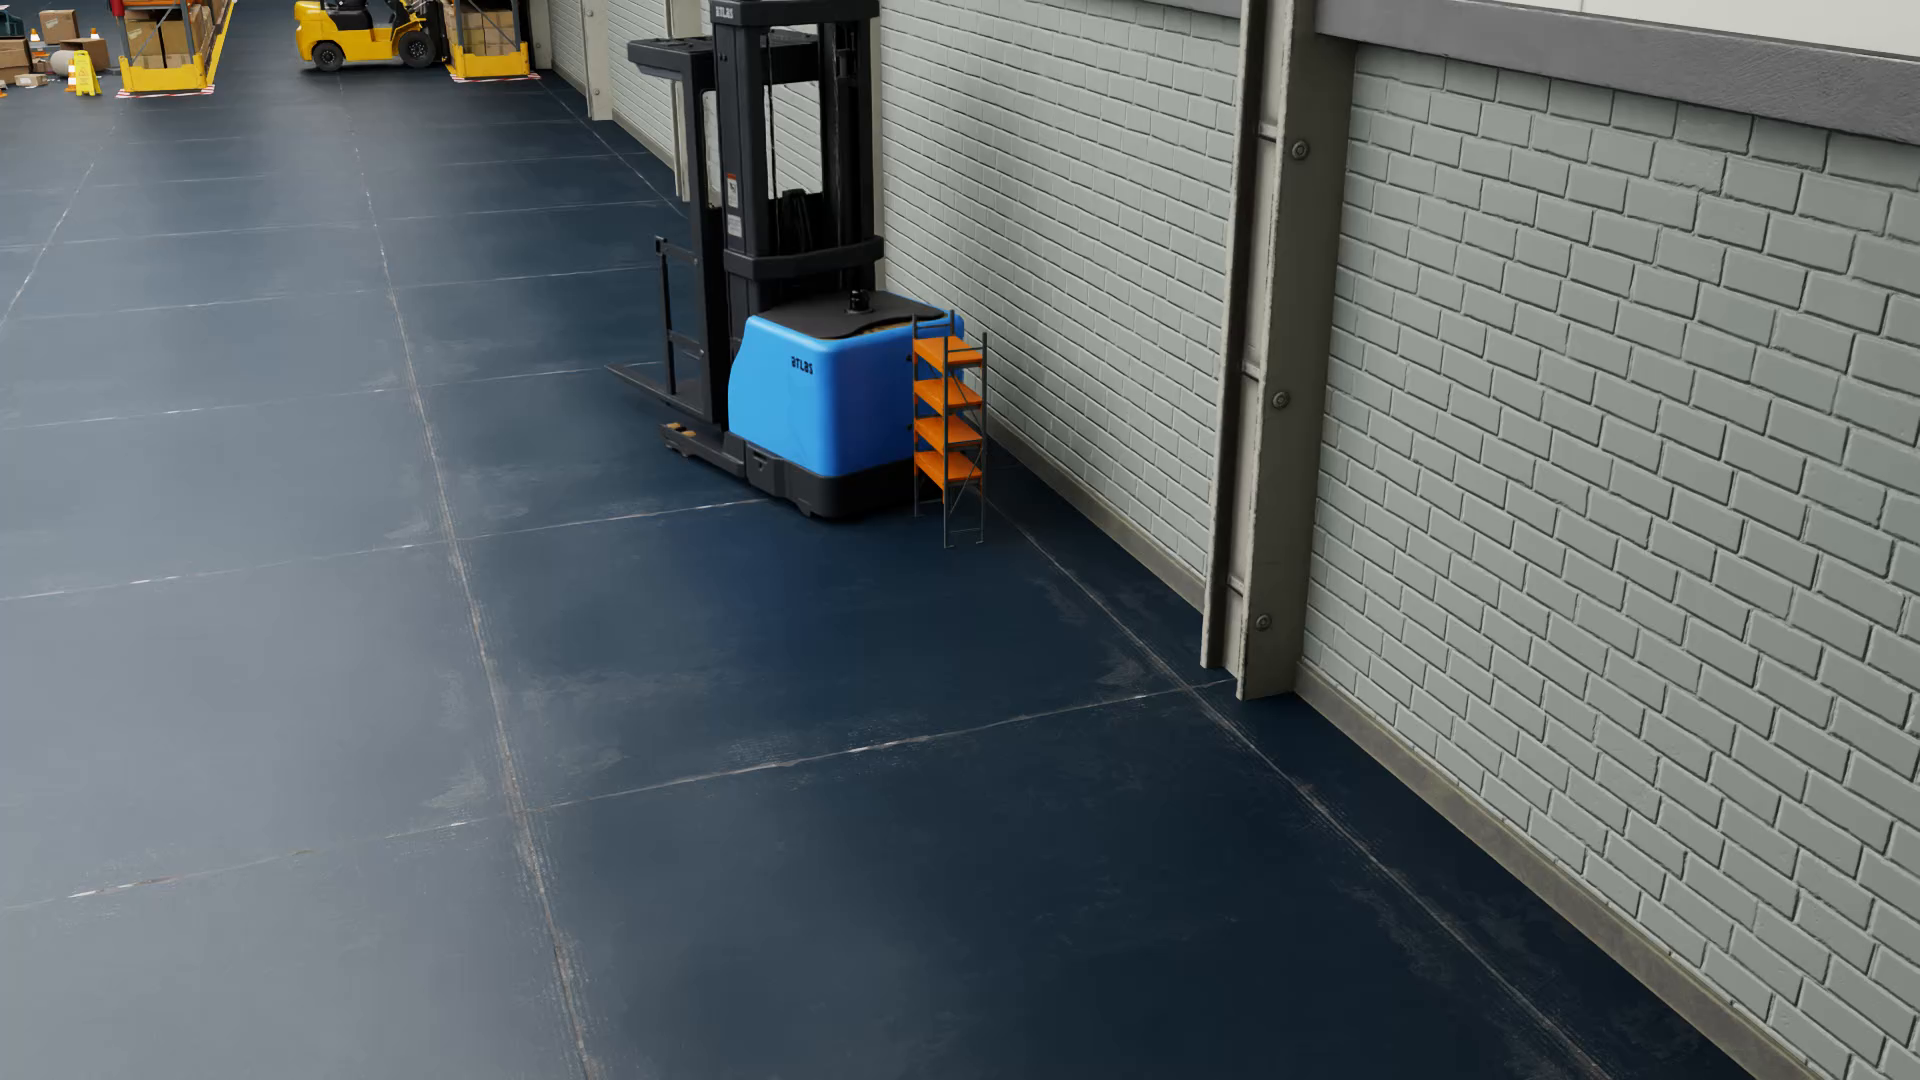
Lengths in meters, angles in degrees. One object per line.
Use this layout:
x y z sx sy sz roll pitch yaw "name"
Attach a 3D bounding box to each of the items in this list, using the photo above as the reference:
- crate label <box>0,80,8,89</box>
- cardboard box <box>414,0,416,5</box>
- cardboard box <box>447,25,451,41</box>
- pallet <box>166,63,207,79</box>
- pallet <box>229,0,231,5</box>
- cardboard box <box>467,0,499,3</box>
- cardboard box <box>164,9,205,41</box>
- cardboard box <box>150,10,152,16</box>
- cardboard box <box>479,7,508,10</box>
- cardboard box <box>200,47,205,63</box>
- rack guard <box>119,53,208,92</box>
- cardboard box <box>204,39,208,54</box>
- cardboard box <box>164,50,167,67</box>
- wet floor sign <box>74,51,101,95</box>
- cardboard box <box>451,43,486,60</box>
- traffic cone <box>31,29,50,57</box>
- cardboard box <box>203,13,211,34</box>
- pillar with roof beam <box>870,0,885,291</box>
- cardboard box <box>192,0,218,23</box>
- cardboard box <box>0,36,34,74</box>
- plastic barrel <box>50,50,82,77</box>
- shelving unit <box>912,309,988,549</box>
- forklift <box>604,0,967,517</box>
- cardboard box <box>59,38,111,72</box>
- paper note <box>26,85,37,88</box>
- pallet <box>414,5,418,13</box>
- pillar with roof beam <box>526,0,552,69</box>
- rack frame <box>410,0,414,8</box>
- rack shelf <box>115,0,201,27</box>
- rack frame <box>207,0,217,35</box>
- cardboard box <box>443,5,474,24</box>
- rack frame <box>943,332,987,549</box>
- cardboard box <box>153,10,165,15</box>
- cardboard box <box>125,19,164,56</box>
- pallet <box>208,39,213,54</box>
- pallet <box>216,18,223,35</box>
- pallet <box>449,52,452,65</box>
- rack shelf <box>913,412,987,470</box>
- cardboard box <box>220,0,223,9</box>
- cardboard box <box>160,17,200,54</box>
-14.983 -7.070 25.848 0.298 0.136 0.250 18 29 36 "crate label"
-11.810 -12.094 36.760 0.500 0.500 0.500 -9 24 -20 "cardboard box"
-8.360 -8.566 28.066 0.500 0.250 0.500 -9 24 -20 "cardboard box"
-12.651 -7.451 26.657 1.003 0.211 1.213 -8 24 -19 "pallet"
-17.667 -12.657 39.009 1.003 0.211 1.213 -8 24 -19 "pallet"
-8.427 -9.412 29.430 0.500 0.250 0.500 -8 24 -19 "cardboard box"
-12.961 -8.586 27.793 0.500 0.500 0.500 -7 24 -16 "cardboard box"
-13.176 -8.451 26.637 0.380 0.149 0.250 -8 24 -18 "cardboard box"
-7.901 -8.860 28.121 0.500 0.250 0.500 -8 24 -19 "cardboard box"
-12.570 -7.853 27.019 0.500 0.250 0.500 -7 24 -17 "cardboard box"
-12.397 -7.284 25.889 1.175 0.500 0.348 -8 24 -19 "rack guard"
-13.126 -8.418 28.361 0.500 0.250 0.500 -9 24 -20 "cardboard box"
-13.083 -7.781 26.849 0.500 0.250 0.500 -8 24 -19 "cardboard box"
-13.304 -7.108 25.283 0.267 0.644 0.232 0 23 -1 "wet floor sign"
-8.190 -8.145 27.712 0.500 0.250 0.500 -8 24 -19 "cardboard box"
-16.569 -8.920 29.817 0.336 0.463 0.334 -8 24 -19 "traffic cone"
-14.476 -9.548 30.884 0.950 0.372 0.625 -8 24 -17 "cardboard box"
-4.800 -5.101 9.767 9.100 9.000 0.400 -8 24 -19 "pillar with roof beam"
-15.363 -10.792 33.188 0.875 0.875 0.875 -9 24 -19 "cardboard box"
-15.698 -7.950 27.290 0.797 0.637 0.503 -8 24 -19 "cardboard box"
-14.517 -7.764 27.126 0.512 0.421 0.421 8 24 18 "plastic barrel"
-0.059 -0.613 9.160 0.258 1.200 0.503 -8 24 -19 "shelving unit"
-1.271 -1.981 10.176 1.130 2.935 3.031 -17 28 -35 "forklift"
-14.678 -8.135 27.905 0.500 0.500 0.500 8 24 18 "cardboard box"
-14.567 -7.111 26.082 0.148 0.019 0.142 -18 29 -37 "paper note"
-11.645 -11.876 37.155 1.003 0.211 1.213 -8 24 -19 "pallet"
-11.158 -11.642 25.284 9.100 9.000 0.400 -8 24 -19 "pillar with roof beam"
-11.967 -13.451 37.302 1.000 3.000 0.127 -8 24 -19 "rack frame"
-13.077 -8.804 27.202 1.077 0.370 4.000 -8 24 -19 "rack shelf"
-15.197 -11.315 32.235 1.000 3.000 0.127 -8 24 -19 "rack frame"
-8.556 -8.969 28.381 0.500 0.250 0.500 -8 24 -18 "cardboard box"
0.028 -0.524 8.949 0.240 1.200 0.015 -8 24 -19 "rack frame"
-13.446 -8.501 27.592 0.500 0.500 0.500 -7 24 -16 "cardboard box"
-12.897 -7.936 26.251 0.500 0.500 0.500 -8 24 -19 "cardboard box"
-14.060 -8.860 29.999 1.003 0.211 1.213 -8 24 -19 "pallet"
-15.405 -10.327 33.481 1.003 0.211 1.213 -8 24 -19 "pallet"
-8.465 -8.521 29.194 1.003 0.211 1.213 -8 24 -19 "pallet"
-0.059 -0.551 9.186 0.258 0.148 0.480 -8 24 -19 "rack shelf"
-16.316 -11.769 35.506 0.875 0.875 0.875 -8 24 -17 "cardboard box"
-12.406 -8.020 26.451 0.500 0.500 0.500 -9 25 -21 "cardboard box"
